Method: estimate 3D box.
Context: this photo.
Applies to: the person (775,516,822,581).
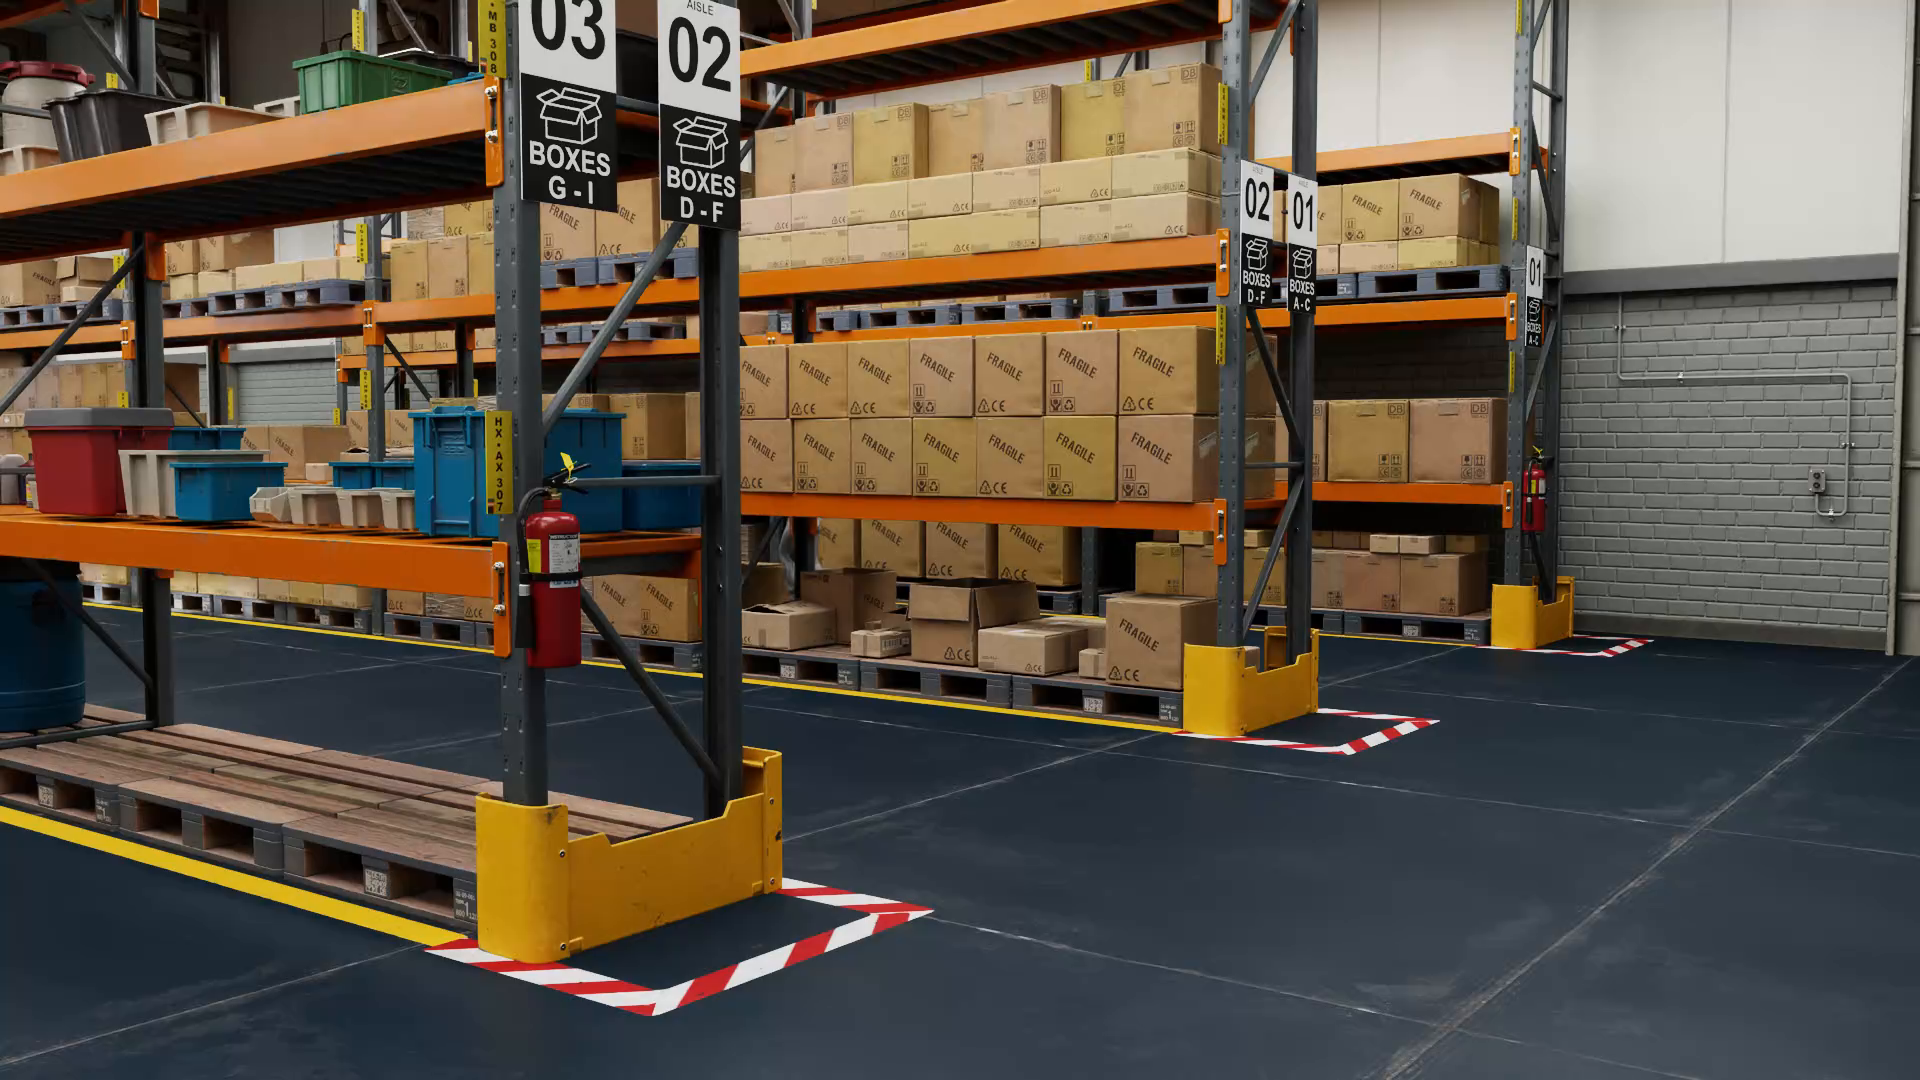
[{"bbox_3d":[-1.625,-0.107,16.578,0.760,1.617,0.435,3,5,43],"label":"person"}]
